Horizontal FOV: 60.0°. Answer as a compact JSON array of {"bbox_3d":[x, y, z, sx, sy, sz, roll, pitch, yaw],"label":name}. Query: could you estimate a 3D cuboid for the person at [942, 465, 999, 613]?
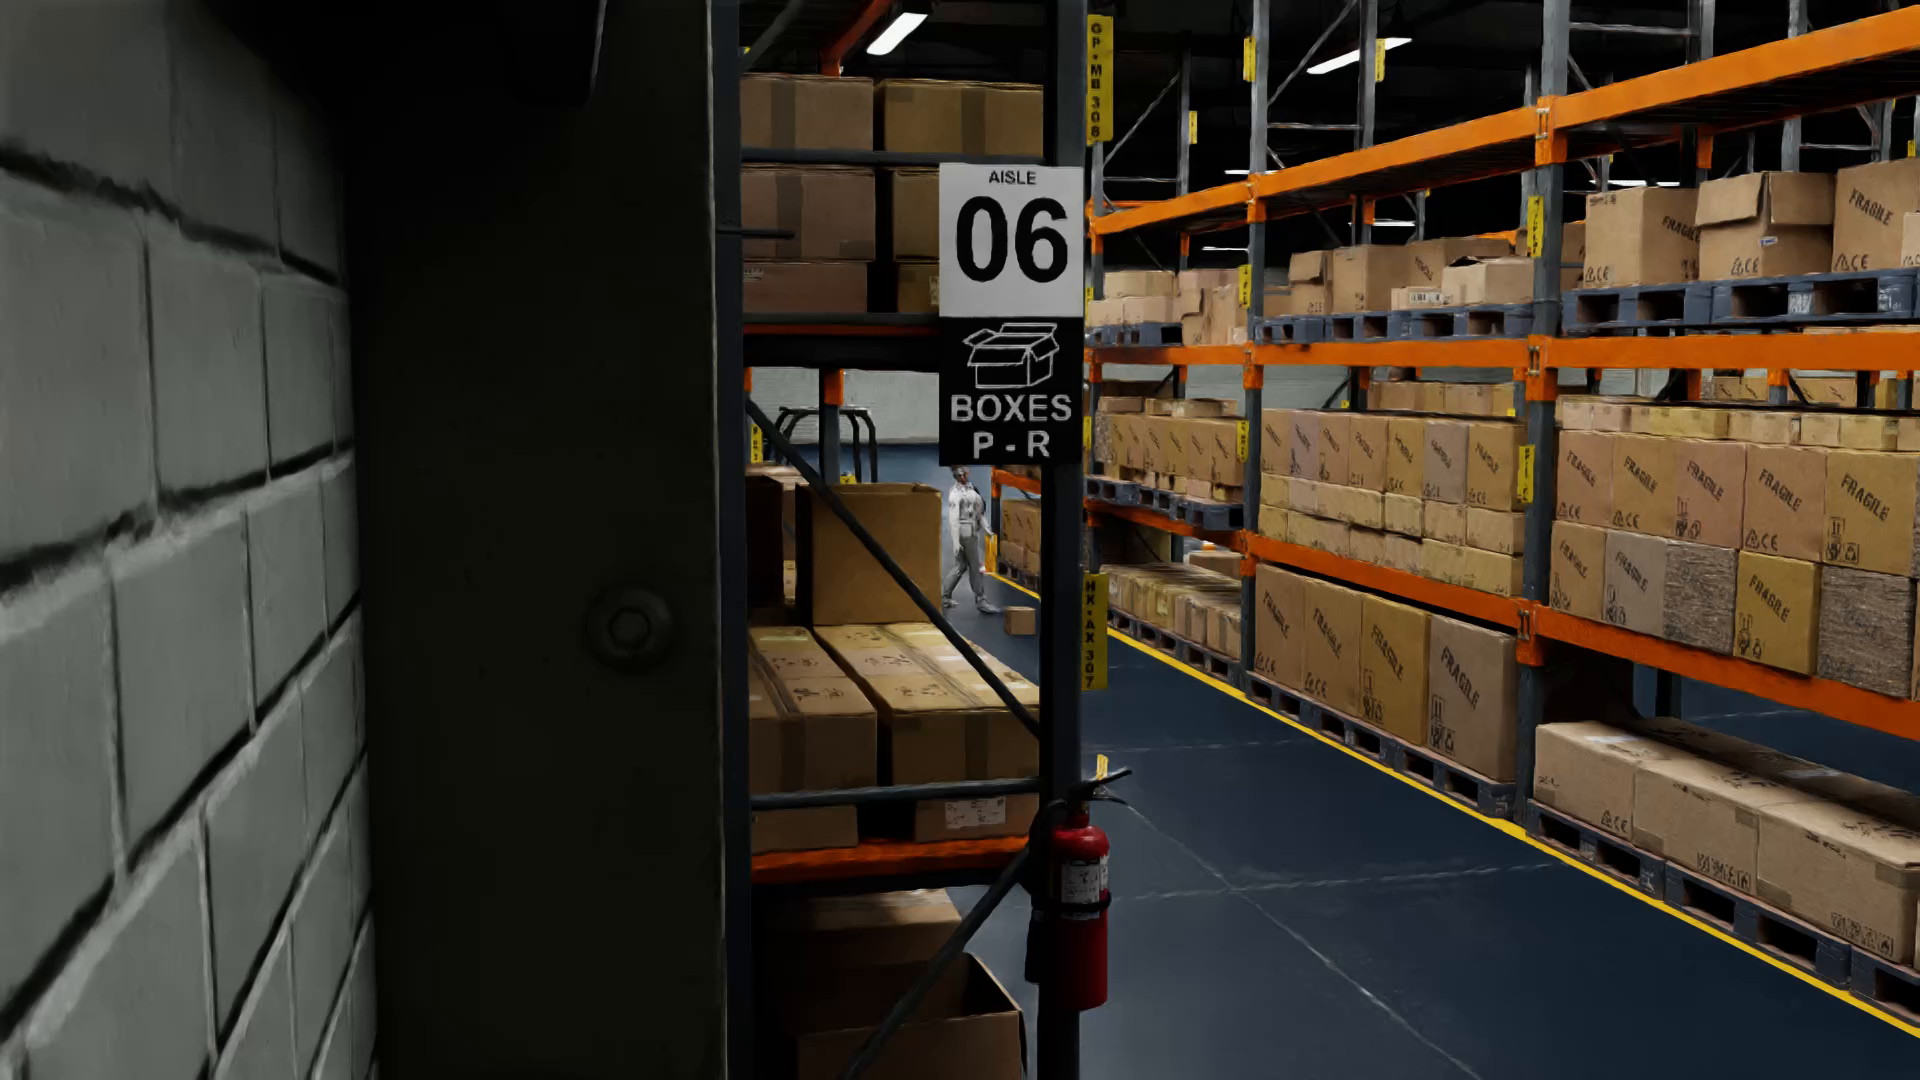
[{"bbox_3d":[0.076,-0.044,17.614,0.671,1.639,0.516,1,6,9],"label":"person"}]
